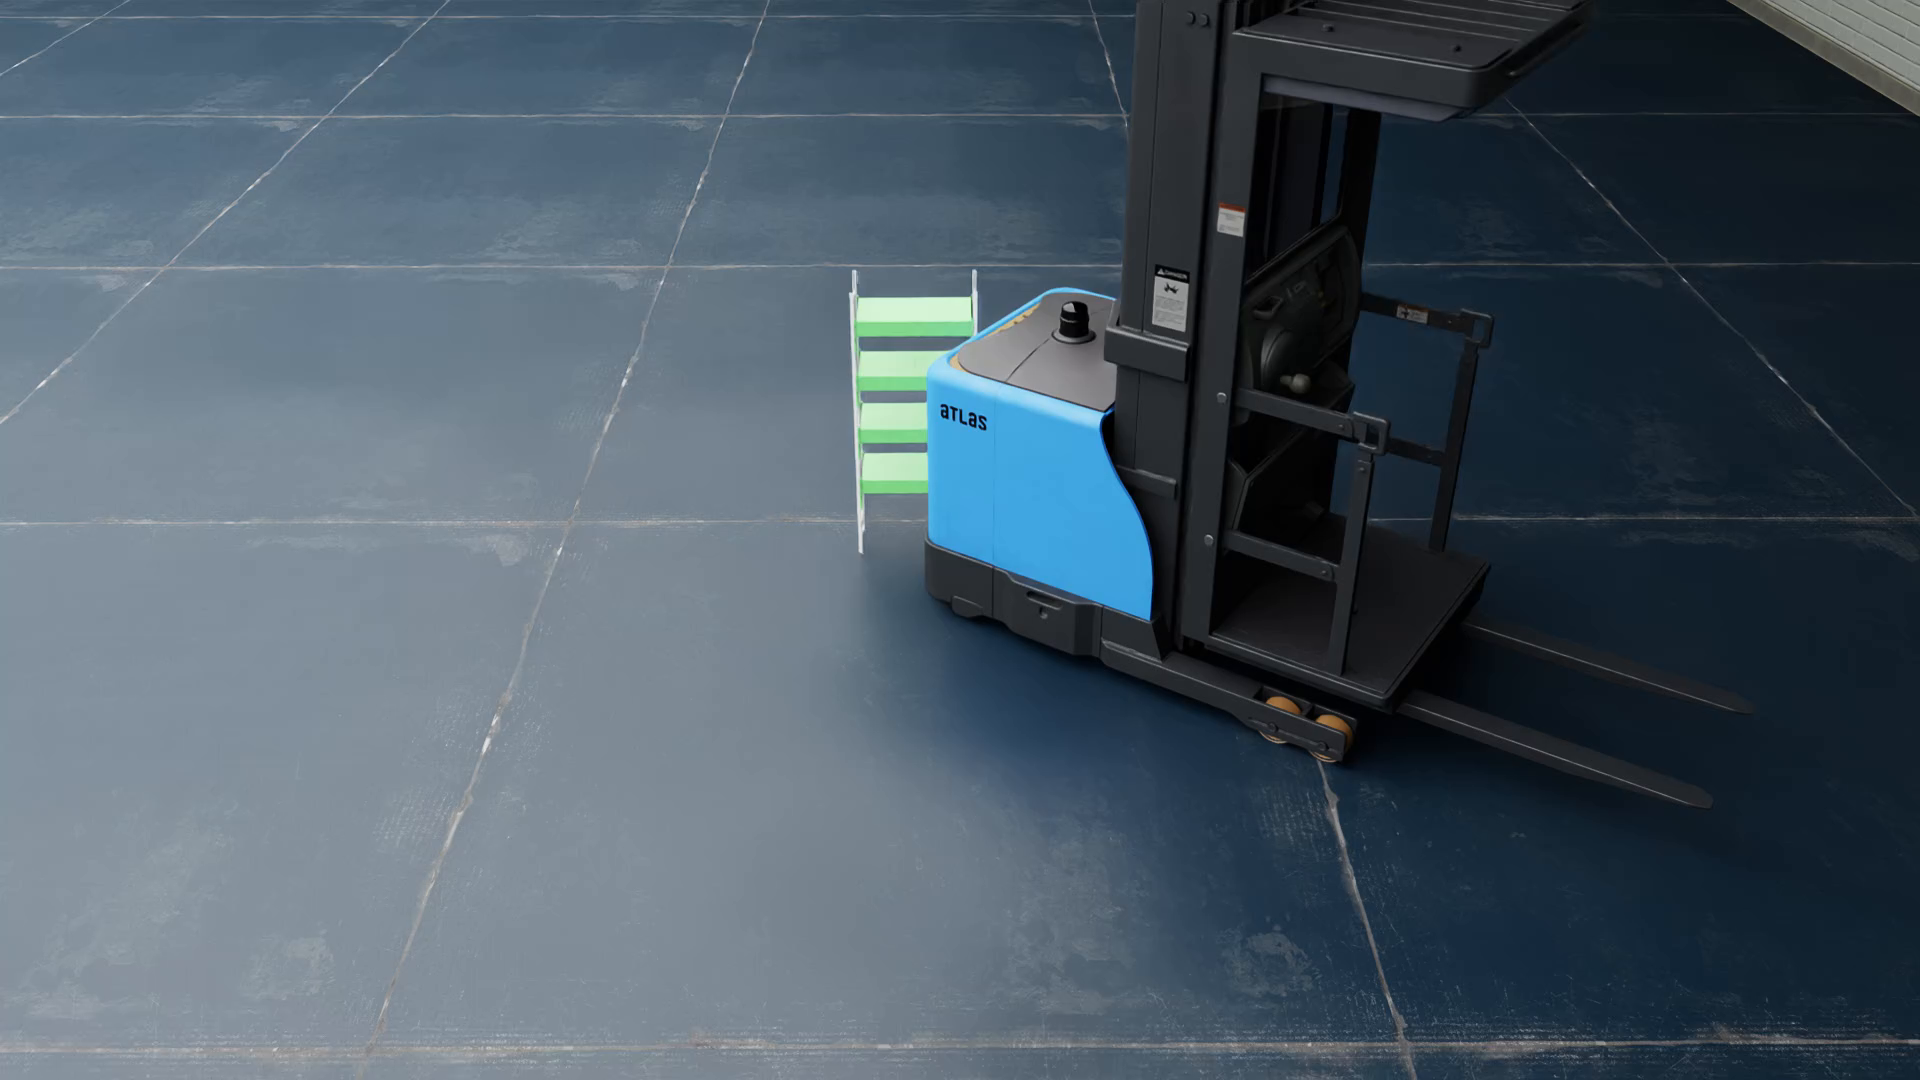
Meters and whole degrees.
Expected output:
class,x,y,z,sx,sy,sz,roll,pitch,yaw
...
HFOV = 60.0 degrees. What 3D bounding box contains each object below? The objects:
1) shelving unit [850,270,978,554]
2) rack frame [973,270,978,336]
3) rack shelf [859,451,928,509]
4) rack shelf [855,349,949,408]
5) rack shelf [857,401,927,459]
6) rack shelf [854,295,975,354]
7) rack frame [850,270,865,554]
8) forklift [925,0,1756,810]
class,x,y,z,sx,sy,sz,roll,pitch,yaw
shelving unit,-0.183,-0.518,6.948,0.503,1.200,0.258,0,31,-1
rack frame,0.061,-0.520,6.950,0.015,1.200,0.240,0,31,-1
rack shelf,-0.183,-0.259,7.105,0.480,0.148,0.258,0,31,-1
rack shelf,-0.183,-0.669,6.856,0.480,0.148,0.258,0,31,-1
rack shelf,-0.183,-0.464,6.981,0.480,0.148,0.258,0,31,-1
rack shelf,-0.183,-0.874,6.732,0.480,0.148,0.258,0,31,-1
rack frame,-0.427,-0.517,6.945,0.015,1.200,0.240,0,31,-1
forklift,1.364,-0.774,5.701,3.031,2.935,1.130,19,36,29
